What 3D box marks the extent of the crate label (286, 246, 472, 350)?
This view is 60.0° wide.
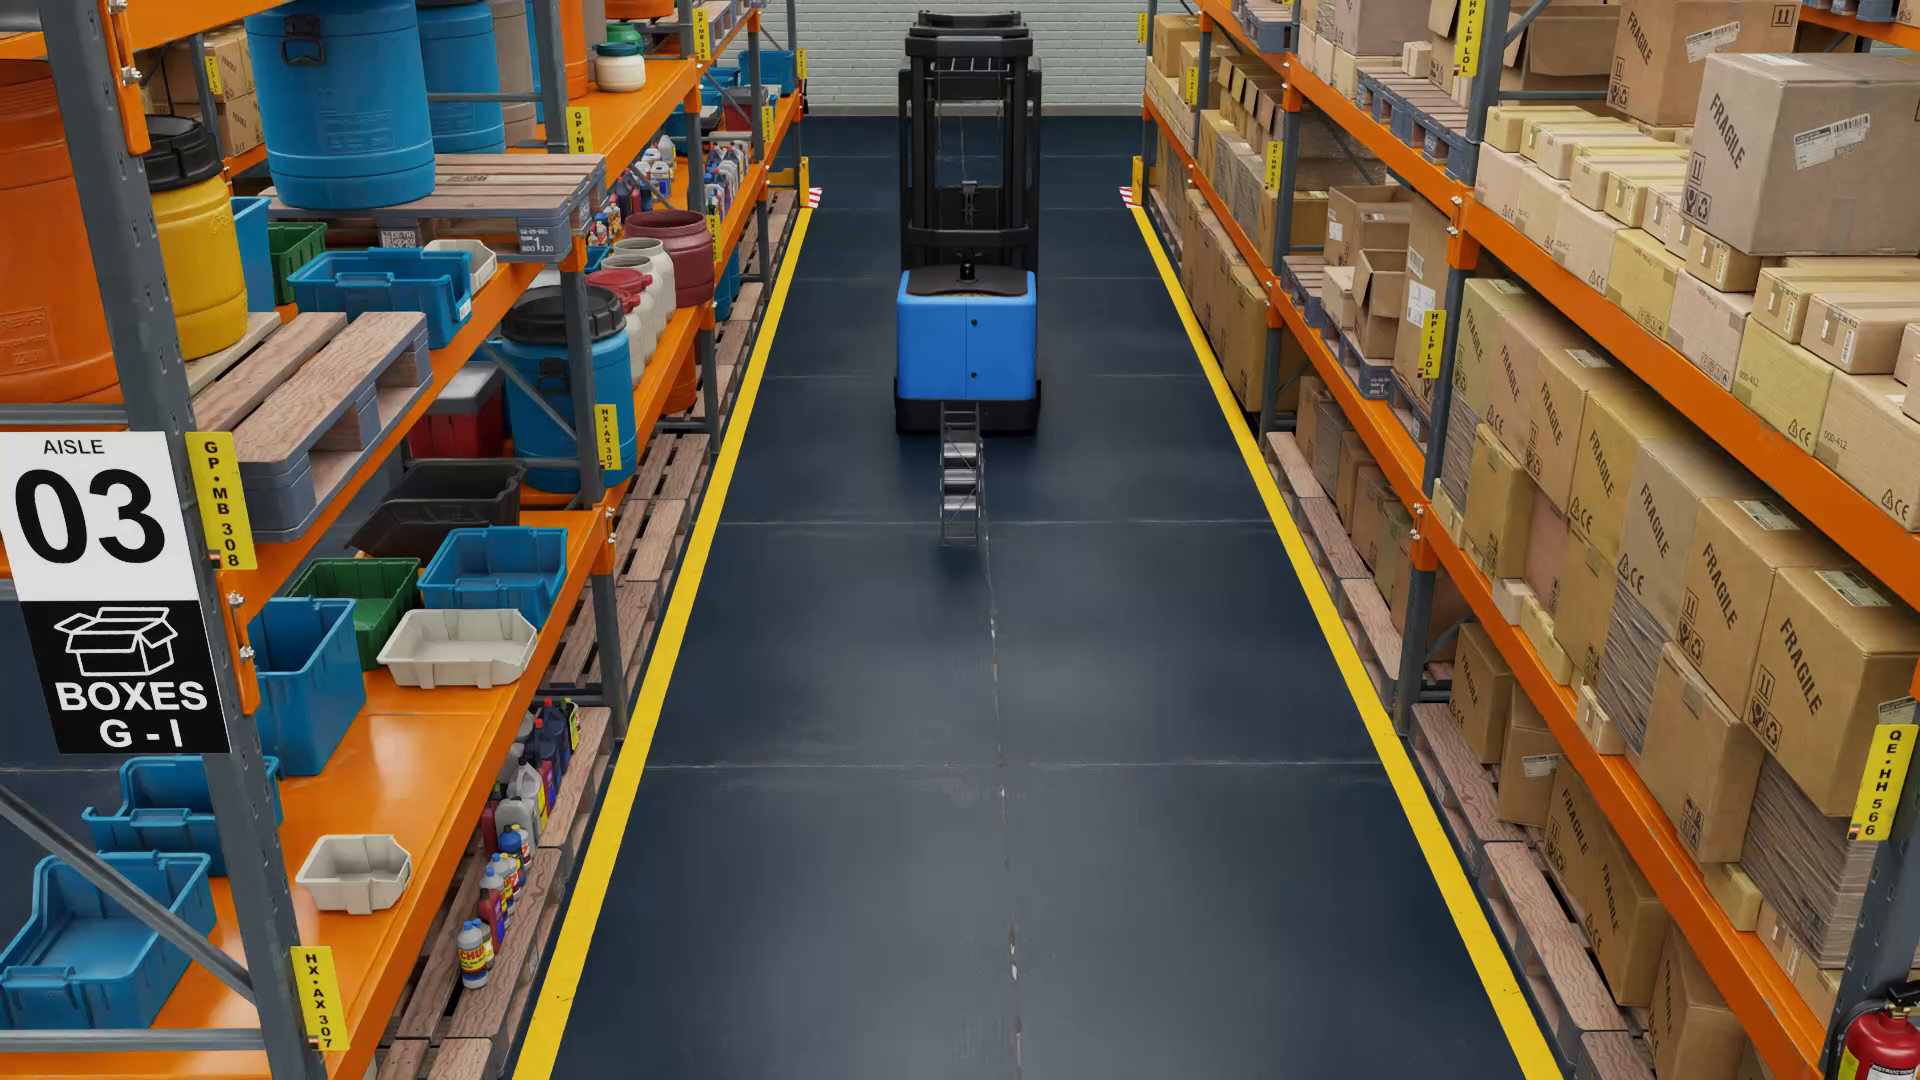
[{"bbox_3d":[-1.858,-0.784,5.383,0.502,0.251,0.408,0,24,-1],"label":"crate label"}]

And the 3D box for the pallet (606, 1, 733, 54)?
[{"bbox_3d":[-2.166,-3.605,11.669,1.003,0.211,1.213,0,24,-1],"label":"pallet"}]

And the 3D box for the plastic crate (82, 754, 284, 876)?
[{"bbox_3d":[-2.474,0.883,5.337,0.499,0.251,0.408,0,24,-1],"label":"plastic crate"}]

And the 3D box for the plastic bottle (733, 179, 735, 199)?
[{"bbox_3d":[-1.931,-2.944,13.860,0.097,0.201,0.097,0,24,0],"label":"plastic bottle"}]

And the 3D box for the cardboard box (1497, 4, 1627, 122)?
[{"bbox_3d":[2.835,-2.182,7.659,0.797,0.503,0.637,-1,24,-3],"label":"cardboard box"}]

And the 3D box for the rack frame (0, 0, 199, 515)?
[{"bbox_3d":[-2.168,-1.445,3.026,1.000,3.000,0.127,0,24,-1],"label":"rack frame"}]

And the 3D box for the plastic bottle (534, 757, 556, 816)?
[{"bbox_3d":[-1.871,1.087,7.469,0.061,0.283,0.133,1,24,3],"label":"plastic bottle"}]

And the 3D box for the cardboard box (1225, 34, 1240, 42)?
[{"bbox_3d":[2.897,-4.704,16.421,0.500,0.500,0.500,-1,24,-2],"label":"cardboard box"}]

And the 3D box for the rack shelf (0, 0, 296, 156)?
[{"bbox_3d":[-2.190,-1.759,5.078,1.077,0.370,4.000,0,24,-1],"label":"rack shelf"}]

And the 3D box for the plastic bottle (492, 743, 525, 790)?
[{"bbox_3d":[-2.062,1.035,7.594,0.152,0.276,0.135,0,24,-1],"label":"plastic bottle"}]

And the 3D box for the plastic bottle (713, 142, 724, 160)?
[{"bbox_3d":[-2.106,-3.256,14.369,0.144,0.351,0.185,0,24,-1],"label":"plastic bottle"}]

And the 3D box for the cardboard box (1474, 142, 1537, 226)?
[{"bbox_3d":[2.490,-1.494,6.956,0.500,0.250,0.500,-1,24,-3],"label":"cardboard box"}]

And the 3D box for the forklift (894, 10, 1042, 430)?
[{"bbox_3d":[0.082,-2.713,13.192,1.130,2.935,3.031,1,24,1],"label":"forklift"}]

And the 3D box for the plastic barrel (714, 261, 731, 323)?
[{"bbox_3d":[-2.302,-2.376,14.400,0.600,0.901,0.708,0,24,-1],"label":"plastic barrel"}]

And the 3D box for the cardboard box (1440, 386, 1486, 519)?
[{"bbox_3d":[2.684,-0.378,7.463,0.875,0.500,0.500,0,24,-1],"label":"cardboard box"}]

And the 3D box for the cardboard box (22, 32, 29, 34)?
[{"bbox_3d":[-7.258,-4.004,12.202,0.910,0.500,0.500,0,24,-1],"label":"cardboard box"}]

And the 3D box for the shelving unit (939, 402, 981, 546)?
[{"bbox_3d":[0.000,-0.413,10.572,0.258,0.900,0.210,0,24,-1],"label":"shelving unit"}]

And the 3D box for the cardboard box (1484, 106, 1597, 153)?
[{"bbox_3d":[2.437,-1.727,6.987,0.380,0.149,0.250,-1,24,-2],"label":"cardboard box"}]

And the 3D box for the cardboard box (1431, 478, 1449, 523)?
[{"bbox_3d":[2.443,-0.178,7.808,0.380,0.149,0.250,0,24,-1],"label":"cardboard box"}]

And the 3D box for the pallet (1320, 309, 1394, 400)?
[{"bbox_3d":[2.760,-1.128,9.836,1.003,0.211,1.213,0,24,-1],"label":"pallet"}]

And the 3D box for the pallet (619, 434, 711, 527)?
[{"bbox_3d":[-2.285,-0.418,11.419,1.003,0.211,1.213,0,24,-1],"label":"pallet"}]

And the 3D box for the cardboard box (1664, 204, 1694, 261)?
[{"bbox_3d":[2.506,-0.976,5.327,0.380,0.149,0.250,-1,24,-3],"label":"cardboard box"}]

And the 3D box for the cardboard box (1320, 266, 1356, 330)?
[{"bbox_3d":[2.486,-1.462,10.015,0.500,0.250,0.500,-1,24,-2],"label":"cardboard box"}]

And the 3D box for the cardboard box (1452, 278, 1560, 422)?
[{"bbox_3d":[2.492,-0.832,7.255,0.500,0.500,0.500,0,24,-1],"label":"cardboard box"}]

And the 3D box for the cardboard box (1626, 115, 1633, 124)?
[{"bbox_3d":[3.034,-1.730,6.993,0.380,0.149,0.250,0,24,1],"label":"cardboard box"}]

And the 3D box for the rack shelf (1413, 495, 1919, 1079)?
[{"bbox_3d":[2.763,0.770,6.281,1.077,0.370,4.000,0,24,-1],"label":"rack shelf"}]

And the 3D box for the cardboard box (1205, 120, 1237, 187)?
[{"bbox_3d":[2.416,-3.327,14.344,0.500,0.500,0.500,0,24,0],"label":"cardboard box"}]

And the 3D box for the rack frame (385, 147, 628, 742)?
[{"bbox_3d":[-2.211,-0.360,7.906,1.000,3.000,0.127,0,24,-1],"label":"rack frame"}]

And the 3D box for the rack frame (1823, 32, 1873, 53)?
[{"bbox_3d":[7.615,-3.660,15.201,1.000,3.000,0.127,0,24,-1],"label":"rack frame"}]

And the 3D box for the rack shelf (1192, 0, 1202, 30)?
[{"bbox_3d":[2.632,-5.542,16.596,1.077,0.370,4.000,0,24,-1],"label":"rack shelf"}]

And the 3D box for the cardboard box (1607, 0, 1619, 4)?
[{"bbox_3d":[7.311,-5.758,18.146,0.500,0.500,0.500,0,24,-1],"label":"cardboard box"}]

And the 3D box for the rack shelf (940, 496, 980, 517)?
[{"bbox_3d":[0.000,-0.219,10.660,0.258,0.077,0.200,0,24,-1],"label":"rack shelf"}]

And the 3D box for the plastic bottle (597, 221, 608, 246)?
[{"bbox_3d":[-2.673,-2.265,12.360,0.097,0.201,0.097,0,24,0],"label":"plastic bottle"}]

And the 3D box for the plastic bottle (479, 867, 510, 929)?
[{"bbox_3d":[-1.880,1.441,6.701,0.097,0.271,0.097,0,24,0],"label":"plastic bottle"}]

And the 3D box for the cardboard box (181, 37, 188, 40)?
[{"bbox_3d":[-7.524,-4.555,15.847,0.500,0.500,0.500,-1,24,-2],"label":"cardboard box"}]

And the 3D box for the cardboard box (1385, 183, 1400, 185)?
[{"bbox_3d":[2.964,-2.278,12.025,0.500,0.500,0.500,0,24,1],"label":"cardboard box"}]

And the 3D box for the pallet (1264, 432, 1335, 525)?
[{"bbox_3d":[2.705,-0.438,11.462,1.003,0.211,1.213,0,24,-1],"label":"pallet"}]

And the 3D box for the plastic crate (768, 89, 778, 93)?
[{"bbox_3d":[-2.164,-4.757,17.876,0.396,0.136,0.243,0,24,-1],"label":"plastic crate"}]

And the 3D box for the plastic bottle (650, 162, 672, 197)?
[{"bbox_3d":[-2.512,-3.027,13.953,0.152,0.276,0.135,0,24,-1],"label":"plastic bottle"}]

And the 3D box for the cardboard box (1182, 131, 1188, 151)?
[{"bbox_3d":[2.320,-3.795,15.805,0.380,0.149,0.250,0,24,0],"label":"cardboard box"}]

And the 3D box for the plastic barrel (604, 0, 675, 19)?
[{"bbox_3d":[-2.258,-3.996,11.275,0.600,0.830,0.708,0,24,-1],"label":"plastic barrel"}]

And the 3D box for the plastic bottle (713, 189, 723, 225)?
[{"bbox_3d":[-1.903,-2.611,13.025,0.061,0.283,0.133,0,24,-1],"label":"plastic bottle"}]

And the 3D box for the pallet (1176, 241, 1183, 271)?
[{"bbox_3d":[2.724,-2.722,16.512,1.003,0.211,1.213,0,24,-1],"label":"pallet"}]

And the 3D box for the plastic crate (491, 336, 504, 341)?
[{"bbox_3d":[-2.513,-0.980,9.534,0.450,0.188,0.662,0,24,-1],"label":"plastic crate"}]

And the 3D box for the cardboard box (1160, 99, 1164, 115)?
[{"bbox_3d":[2.301,-4.535,17.442,0.380,0.149,0.250,-1,24,-1],"label":"cardboard box"}]

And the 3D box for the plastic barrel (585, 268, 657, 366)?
[{"bbox_3d":[-2.015,-1.298,9.815,0.433,0.535,0.433,0,24,0],"label":"plastic barrel"}]

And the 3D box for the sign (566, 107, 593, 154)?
[{"bbox_3d":[-1.661,-1.729,7.282,0.100,0.325,0.005,0,24,-1],"label":"sign"}]

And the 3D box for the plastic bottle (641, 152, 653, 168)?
[{"bbox_3d":[-2.697,-3.207,14.357,0.097,0.271,0.097,0,24,0],"label":"plastic bottle"}]

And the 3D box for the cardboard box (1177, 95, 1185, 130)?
[{"bbox_3d":[2.379,-4.140,16.085,0.500,0.250,0.500,0,24,1],"label":"cardboard box"}]

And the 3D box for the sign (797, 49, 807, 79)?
[{"bbox_3d":[-1.792,-5.388,18.826,0.100,0.325,0.005,0,24,-1],"label":"sign"}]

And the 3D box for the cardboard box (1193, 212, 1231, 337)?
[{"bbox_3d":[2.692,-2.270,14.198,1.225,0.875,0.875,-1,24,-2],"label":"cardboard box"}]

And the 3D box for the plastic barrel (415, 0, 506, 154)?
[{"bbox_3d":[-2.434,-2.164,7.646,0.600,0.901,0.708,0,24,-1],"label":"plastic barrel"}]

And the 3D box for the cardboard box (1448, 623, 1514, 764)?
[{"bbox_3d":[2.706,0.730,8.019,0.500,0.500,0.500,-1,24,-2],"label":"cardboard box"}]

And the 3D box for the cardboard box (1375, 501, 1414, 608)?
[{"bbox_3d":[2.770,0.106,9.374,0.700,0.500,0.500,0,24,-1],"label":"cardboard box"}]

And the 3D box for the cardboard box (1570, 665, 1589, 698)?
[{"bbox_3d":[2.521,0.543,6.215,0.380,0.149,0.250,0,24,-1],"label":"cardboard box"}]

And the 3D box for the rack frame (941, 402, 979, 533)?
[{"bbox_3d":[-0.001,-0.455,10.665,0.240,0.900,0.006,0,24,-1],"label":"rack frame"}]

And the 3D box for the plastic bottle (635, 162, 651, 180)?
[{"bbox_3d":[-2.664,-3.026,13.951,0.152,0.276,0.135,0,24,-1],"label":"plastic bottle"}]

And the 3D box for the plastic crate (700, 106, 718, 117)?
[{"bbox_3d":[-2.618,-4.280,16.820,0.293,0.136,0.466,0,24,-1],"label":"plastic crate"}]
